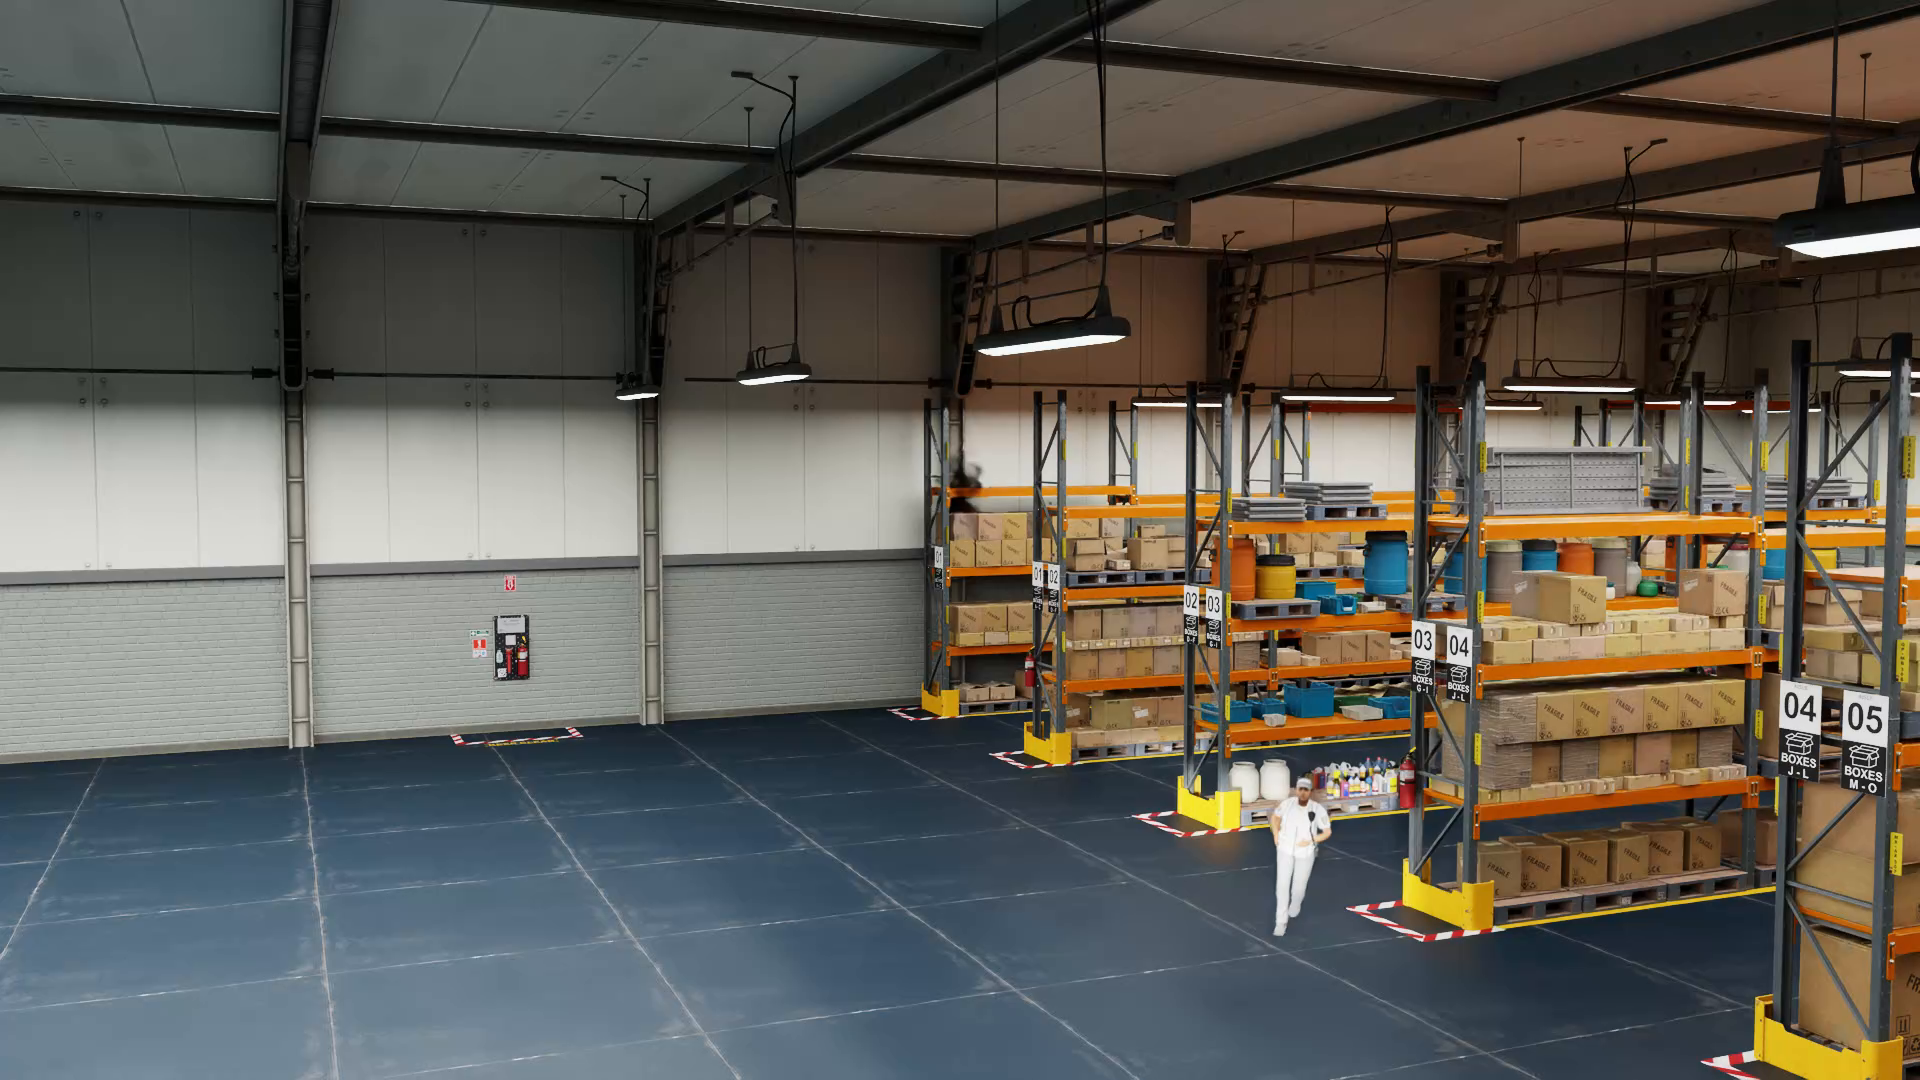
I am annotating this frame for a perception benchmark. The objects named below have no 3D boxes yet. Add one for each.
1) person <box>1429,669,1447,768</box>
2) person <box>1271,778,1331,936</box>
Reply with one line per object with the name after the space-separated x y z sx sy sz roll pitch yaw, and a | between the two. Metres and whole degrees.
7.608 2.715 26.187 1.014 1.753 0.704 -1 4 -19 | person
3.611 3.330 17.653 0.650 1.648 0.768 1 4 22 | person
